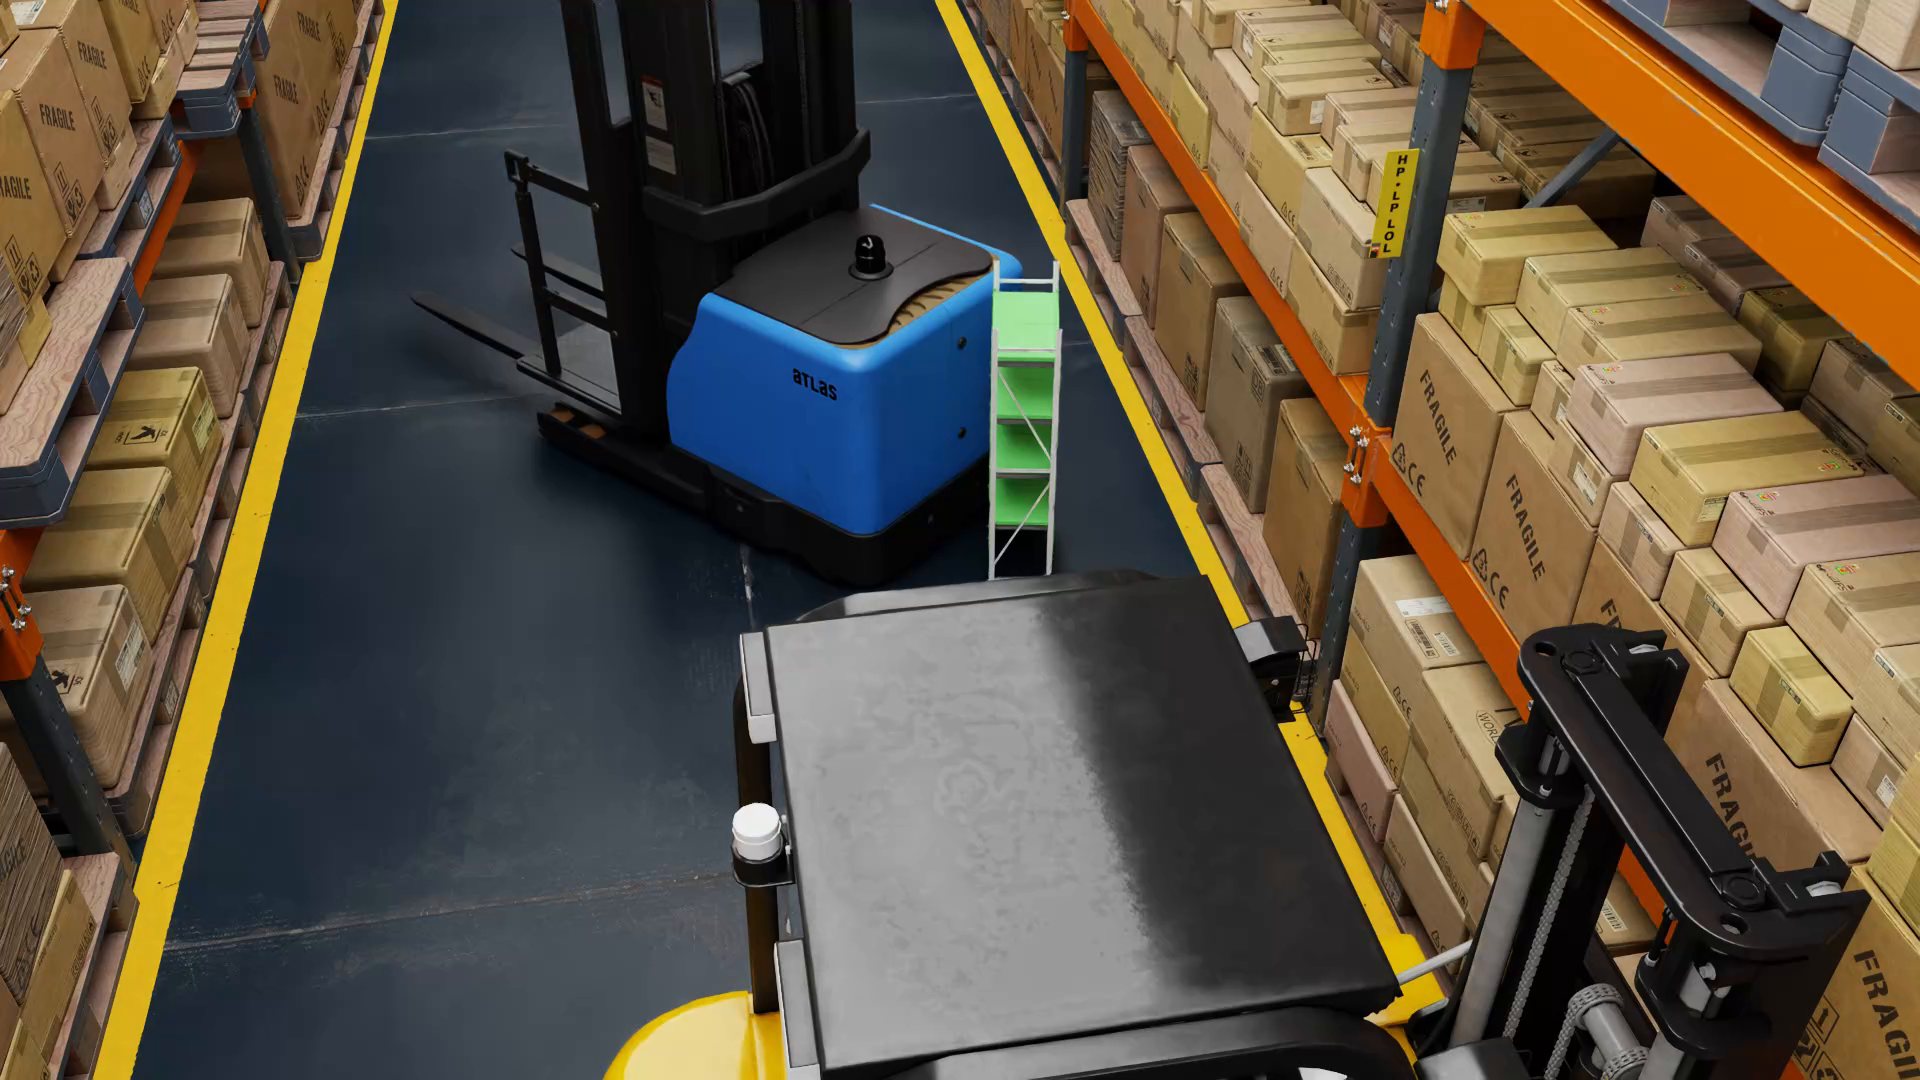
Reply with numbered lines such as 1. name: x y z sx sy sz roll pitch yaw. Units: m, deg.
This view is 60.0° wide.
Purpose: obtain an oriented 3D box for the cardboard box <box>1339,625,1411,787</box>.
1. cardboard box: 1.524 0.477 5.183 0.500 0.250 0.500 -6 38 -8

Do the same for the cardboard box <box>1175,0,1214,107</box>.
1. cardboard box: 1.154 -1.905 6.471 0.500 0.250 0.500 -6 38 -7

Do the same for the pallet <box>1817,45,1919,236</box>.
1. pallet: 2.128 -0.473 2.541 1.003 0.211 1.213 -6 38 -8

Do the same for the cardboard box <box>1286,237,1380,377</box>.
1. cardboard box: 1.397 -0.788 5.442 0.500 0.250 0.500 -5 38 -7

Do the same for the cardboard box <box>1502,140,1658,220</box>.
1. cardboard box: 1.892 -1.102 5.113 0.380 0.149 0.250 -7 38 -9

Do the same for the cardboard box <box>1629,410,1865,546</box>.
1. cardboard box: 1.711 -0.138 3.630 0.380 0.149 0.250 -7 38 -9

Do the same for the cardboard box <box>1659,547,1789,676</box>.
1. cardboard box: 1.736 0.130 3.527 0.380 0.149 0.250 -7 38 -9

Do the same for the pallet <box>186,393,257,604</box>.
1. pallet: -3.499 -0.142 6.761 1.003 0.211 1.213 -6 38 -8

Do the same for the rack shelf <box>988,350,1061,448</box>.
1. rack shelf: 0.238 -0.541 6.181 0.258 0.148 0.480 1 38 1

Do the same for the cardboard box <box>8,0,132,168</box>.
1. cardboard box: -3.206 -1.583 5.677 0.500 0.500 0.500 -8 39 -10

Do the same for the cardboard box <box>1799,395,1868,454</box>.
1. cardboard box: 2.252 -0.240 4.003 0.380 0.149 0.250 -6 38 -8

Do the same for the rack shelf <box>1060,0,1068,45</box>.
1. rack shelf: 0.691 -3.911 9.926 1.077 0.370 4.000 -6 38 -8

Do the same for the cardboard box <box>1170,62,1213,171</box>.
1. cardboard box: 1.148 -1.705 6.623 0.500 0.250 0.500 -5 38 -6

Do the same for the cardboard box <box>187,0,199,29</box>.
1. cardboard box: -3.437 -2.191 6.987 0.380 0.149 0.250 -6 38 -7

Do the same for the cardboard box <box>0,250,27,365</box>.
1. cardboard box: -2.943 -0.672 4.503 0.500 0.500 0.500 -5 38 -7

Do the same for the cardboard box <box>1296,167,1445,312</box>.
1. cardboard box: 1.405 -0.978 5.279 0.500 0.250 0.500 -7 38 -9

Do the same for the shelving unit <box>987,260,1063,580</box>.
1. shelving unit: 0.238 -0.402 6.289 0.258 1.200 0.503 1 38 1

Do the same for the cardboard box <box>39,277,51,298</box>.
1. cardboard box: -3.089 -0.784 5.177 0.380 0.149 0.250 -4 38 -5

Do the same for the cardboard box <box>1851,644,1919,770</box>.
1. cardboard box: 1.899 0.312 3.050 0.380 0.149 0.250 -6 38 -7

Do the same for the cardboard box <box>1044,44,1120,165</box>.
1. cardboard box: 0.756 -2.398 9.087 0.500 0.500 0.500 -5 38 -7

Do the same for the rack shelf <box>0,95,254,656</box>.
1. rack shelf: -3.494 -0.959 6.126 1.077 0.370 4.000 -6 38 -8

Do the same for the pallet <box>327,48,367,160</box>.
1. pallet: -4.119 -2.569 9.885 1.003 0.211 1.213 -6 38 -8

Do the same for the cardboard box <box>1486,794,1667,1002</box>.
1. cardboard box: 1.697 0.889 4.244 0.500 0.250 0.500 -5 38 -6

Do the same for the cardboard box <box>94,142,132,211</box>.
1. cardboard box: -3.130 -1.260 5.789 0.380 0.149 0.250 -5 38 -6

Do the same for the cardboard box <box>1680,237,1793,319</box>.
1. cardboard box: 2.099 -0.668 4.312 0.380 0.149 0.250 -7 38 -9

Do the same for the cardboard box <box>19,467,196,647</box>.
1. cardboard box: -3.367 0.086 5.993 0.950 0.372 0.625 -4 38 -5

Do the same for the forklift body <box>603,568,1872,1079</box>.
1. forklift body: 0.315 1.231 3.412 2.313 2.155 1.214 -6 38 -8

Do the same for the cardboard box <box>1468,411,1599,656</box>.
1. cardboard box: 1.671 -0.002 4.226 0.500 0.500 0.500 -6 38 -7

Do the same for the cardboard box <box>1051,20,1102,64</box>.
1. cardboard box: 0.706 -2.693 8.938 0.380 0.149 0.250 -8 39 -10

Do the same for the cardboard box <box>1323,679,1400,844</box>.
1. cardboard box: 1.502 0.677 5.333 0.500 0.250 0.500 -6 38 -7

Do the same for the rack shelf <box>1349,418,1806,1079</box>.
1. rack shelf: 2.093 0.921 3.706 1.077 0.370 4.000 -6 38 -8

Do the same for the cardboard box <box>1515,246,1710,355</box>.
1. cardboard box: 1.659 -0.613 4.242 0.380 0.149 0.250 -6 38 -7

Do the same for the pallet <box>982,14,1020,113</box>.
1. pallet: 0.737 -3.076 10.538 1.003 0.211 1.213 -6 38 -8

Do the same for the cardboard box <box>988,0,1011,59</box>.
1. cardboard box: 0.474 -3.329 10.285 0.500 0.500 0.500 -8 38 -10

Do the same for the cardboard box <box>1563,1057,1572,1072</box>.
1. cardboard box: 1.778 1.391 4.006 0.500 0.250 0.500 -6 38 -8

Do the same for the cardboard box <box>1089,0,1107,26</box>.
1. cardboard box: 0.879 -2.634 7.817 0.500 0.250 0.500 -6 38 -8

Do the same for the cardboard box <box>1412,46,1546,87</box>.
1. cardboard box: 1.789 -1.573 5.719 0.380 0.149 0.250 -7 38 -8

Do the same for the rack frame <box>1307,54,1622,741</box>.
1. rack frame: 1.743 -0.571 5.040 1.000 3.000 0.127 -6 38 -8

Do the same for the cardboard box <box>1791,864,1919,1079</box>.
1. cardboard box: 1.927 0.913 3.049 0.500 0.500 0.500 -7 38 -9

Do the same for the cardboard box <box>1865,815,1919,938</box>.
1. cardboard box: 1.858 0.598 2.925 0.380 0.149 0.250 -6 38 -8

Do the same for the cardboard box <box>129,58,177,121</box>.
1. cardboard box: -3.251 -1.726 6.389 0.380 0.149 0.250 -6 38 -7

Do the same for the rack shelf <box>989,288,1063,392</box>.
1. rack shelf: 0.238 -0.730 6.034 0.258 0.148 0.480 1 38 1

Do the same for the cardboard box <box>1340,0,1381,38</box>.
1. cardboard box: 1.671 -2.028 6.305 0.380 0.149 0.250 -6 38 -8

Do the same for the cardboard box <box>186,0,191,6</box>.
1. cardboard box: -3.491 -2.529 6.894 0.500 0.500 0.500 -7 38 -9

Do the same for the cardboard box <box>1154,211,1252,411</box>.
1. cardboard box: 1.378 -1.037 7.233 0.875 0.625 0.625 -8 39 -10

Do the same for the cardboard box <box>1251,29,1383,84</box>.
1. cardboard box: 1.249 -1.666 5.839 0.380 0.149 0.250 -7 38 -9

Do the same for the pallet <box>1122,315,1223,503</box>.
1. pallet: 1.358 -0.649 7.414 1.003 0.211 1.213 -6 38 -8

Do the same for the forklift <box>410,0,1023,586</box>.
1. forklift: -1.213 -1.724 6.580 3.031 2.935 1.130 26 45 29

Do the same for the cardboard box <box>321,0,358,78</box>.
1. cardboard box: -4.192 -3.283 9.921 0.875 0.875 0.875 -5 38 -7

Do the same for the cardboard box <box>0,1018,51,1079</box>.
1. cardboard box: -2.672 1.534 4.230 0.500 0.250 0.500 -7 38 -9

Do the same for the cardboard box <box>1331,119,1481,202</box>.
1. cardboard box: 1.401 -1.203 5.244 0.380 0.149 0.250 -7 38 -9

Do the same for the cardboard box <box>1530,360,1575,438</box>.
1. cardboard box: 1.660 -0.335 4.126 0.380 0.149 0.250 -6 38 -8

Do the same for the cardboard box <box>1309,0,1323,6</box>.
1. cardboard box: 1.185 -2.133 6.441 0.380 0.149 0.250 -6 38 -8

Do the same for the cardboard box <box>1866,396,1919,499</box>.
1. cardboard box: 2.290 -0.206 3.718 0.380 0.149 0.250 -7 38 -9

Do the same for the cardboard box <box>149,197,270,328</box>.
1. cardboard box: -3.755 -1.237 7.697 0.950 0.372 0.625 -9 39 -11

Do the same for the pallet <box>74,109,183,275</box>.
1. pallet: -3.457 -1.184 5.985 1.003 0.211 1.213 -6 38 -8
